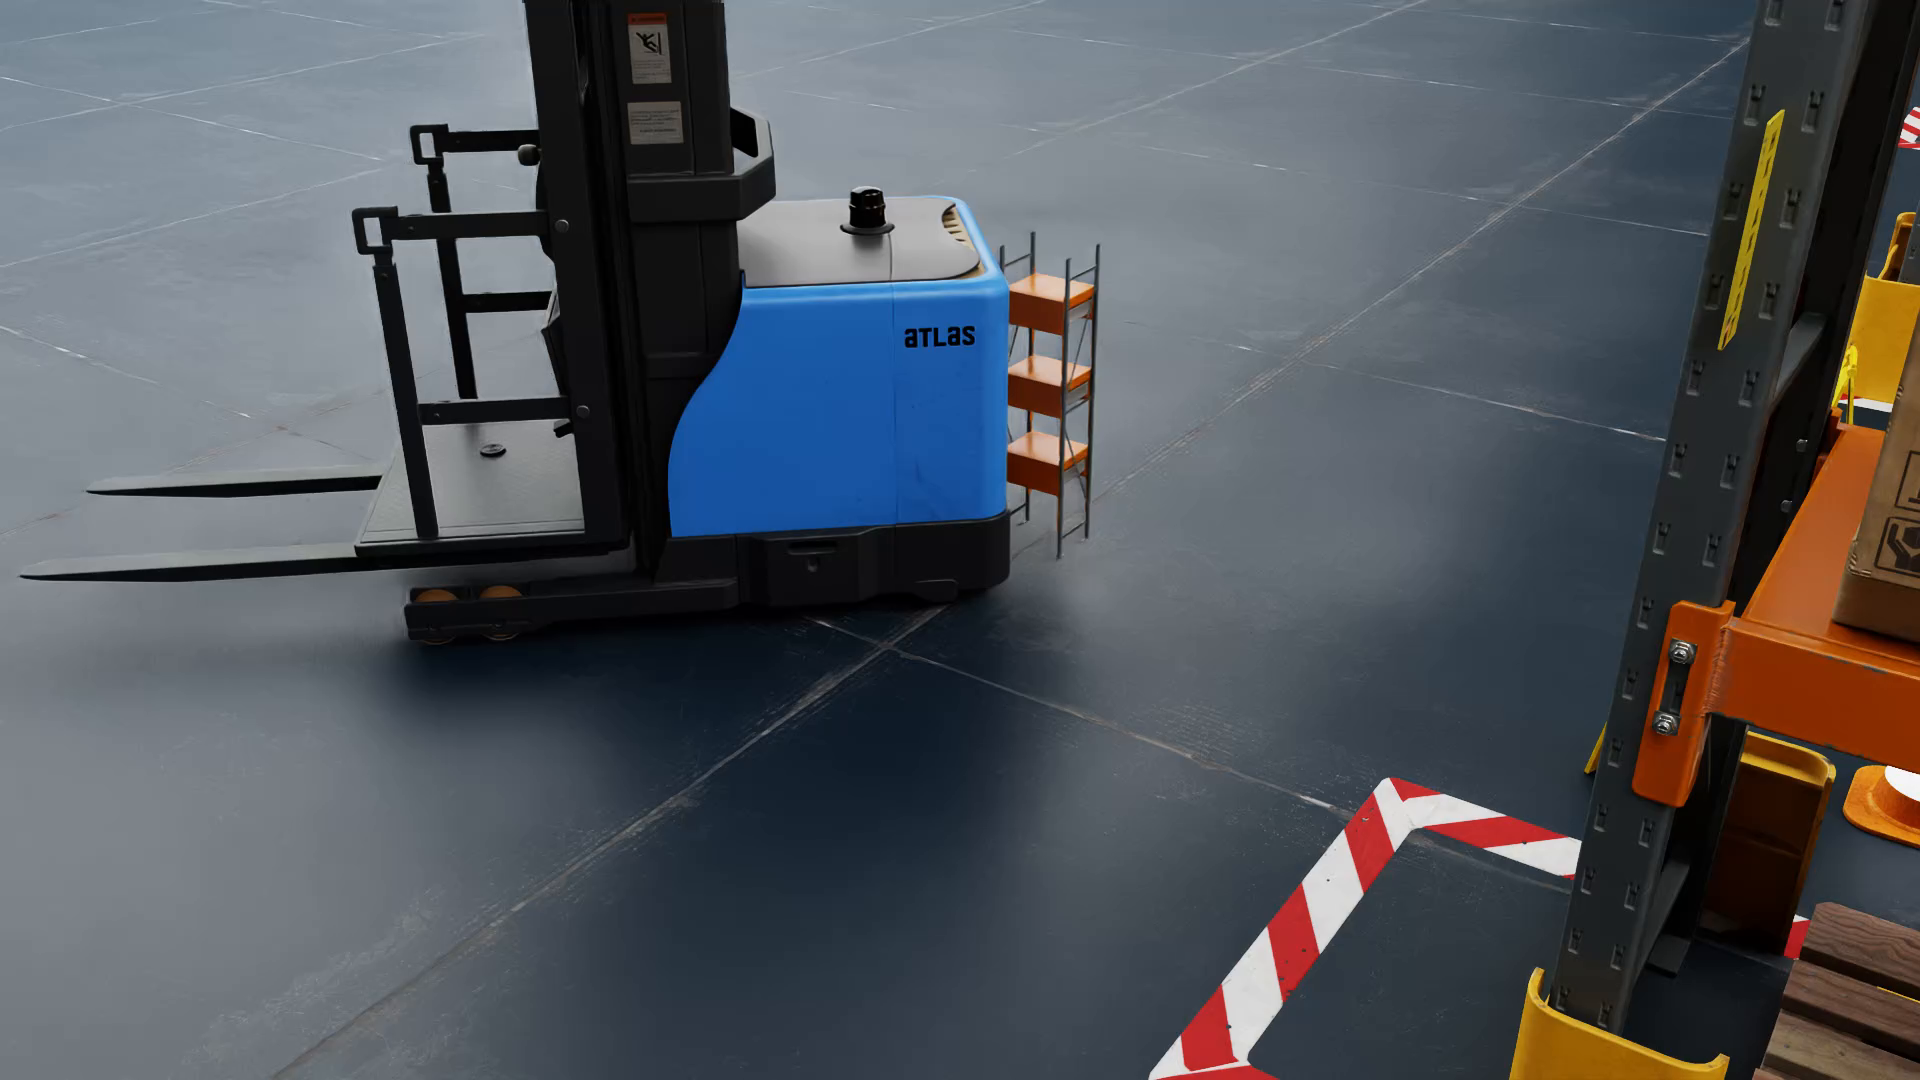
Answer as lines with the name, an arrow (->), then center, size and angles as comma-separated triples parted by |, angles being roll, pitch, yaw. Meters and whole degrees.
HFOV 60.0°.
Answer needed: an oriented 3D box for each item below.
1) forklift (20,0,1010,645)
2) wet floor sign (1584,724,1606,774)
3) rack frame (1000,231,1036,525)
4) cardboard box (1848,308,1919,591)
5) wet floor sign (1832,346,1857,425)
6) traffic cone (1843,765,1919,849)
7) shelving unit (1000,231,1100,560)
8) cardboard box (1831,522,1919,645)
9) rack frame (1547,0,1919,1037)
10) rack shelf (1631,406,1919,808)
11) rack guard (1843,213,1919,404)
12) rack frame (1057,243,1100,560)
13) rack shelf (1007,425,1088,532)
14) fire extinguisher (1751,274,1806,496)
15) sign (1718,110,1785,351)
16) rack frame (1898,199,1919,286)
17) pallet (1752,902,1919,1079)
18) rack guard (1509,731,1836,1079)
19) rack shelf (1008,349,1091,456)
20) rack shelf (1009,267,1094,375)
forklift -> -1.398, -1.239, 4.953 | 3.031, 2.935, 1.130 | -3, 27, -7
wet floor sign -> 1.869, 0.350, 4.350 | 0.267, 0.644, 0.232 | -18, 32, -31
rack frame -> 0.186, -0.500, 5.575 | 0.008, 1.050, 0.200 | 17, 32, 30
cardboard box -> 1.654, -0.202, 2.402 | 0.500, 0.500, 0.500 | 17, 31, 30
wet floor sign -> 2.994, -0.345, 5.716 | 0.232, 0.644, 0.267 | 12, 29, 22
traffic cone -> 2.505, 0.508, 4.241 | 0.334, 0.463, 0.336 | 17, 32, 30
shelving unit -> 0.287, -0.469, 5.514 | 0.252, 1.050, 0.215 | 17, 32, 30
cardboard box -> 1.583, 0.026, 2.668 | 0.250, 0.149, 0.380 | 17, 32, 31
rack frame -> 1.420, -0.250, 2.935 | 0.127, 3.000, 1.000 | 17, 32, 30
rack shelf -> 3.069, 0.584, 2.089 | 4.000, 0.370, 1.077 | 17, 32, 30
rack guard -> 4.120, -1.019, 7.201 | 0.348, 0.500, 1.175 | 17, 32, 30
rack frame -> 0.387, -0.437, 5.452 | 0.008, 1.050, 0.200 | 17, 32, 30
rack shelf -> 0.287, -0.212, 5.644 | 0.240, 0.259, 0.215 | 17, 32, 30
fire extinguisher -> 1.587, -0.417, 3.348 | 0.183, 0.674, 0.296 | 17, 32, 30
sign -> 1.113, -0.433, 2.340 | 0.005, 0.325, 0.100 | 17, 32, 30
rack frame -> 4.139, -2.127, 6.622 | 0.127, 3.000, 1.000 | 17, 32, 30
pallet -> 2.132, 1.234, 3.093 | 1.213, 0.211, 1.003 | 17, 32, 30
rack guard -> 1.483, 0.883, 3.463 | 0.348, 0.500, 1.175 | 17, 32, 30
rack shelf -> 0.287, -0.459, 5.518 | 0.240, 0.259, 0.215 | 17, 32, 30
rack shelf -> 0.287, -0.712, 5.390 | 0.240, 0.259, 0.215 | 17, 32, 30
